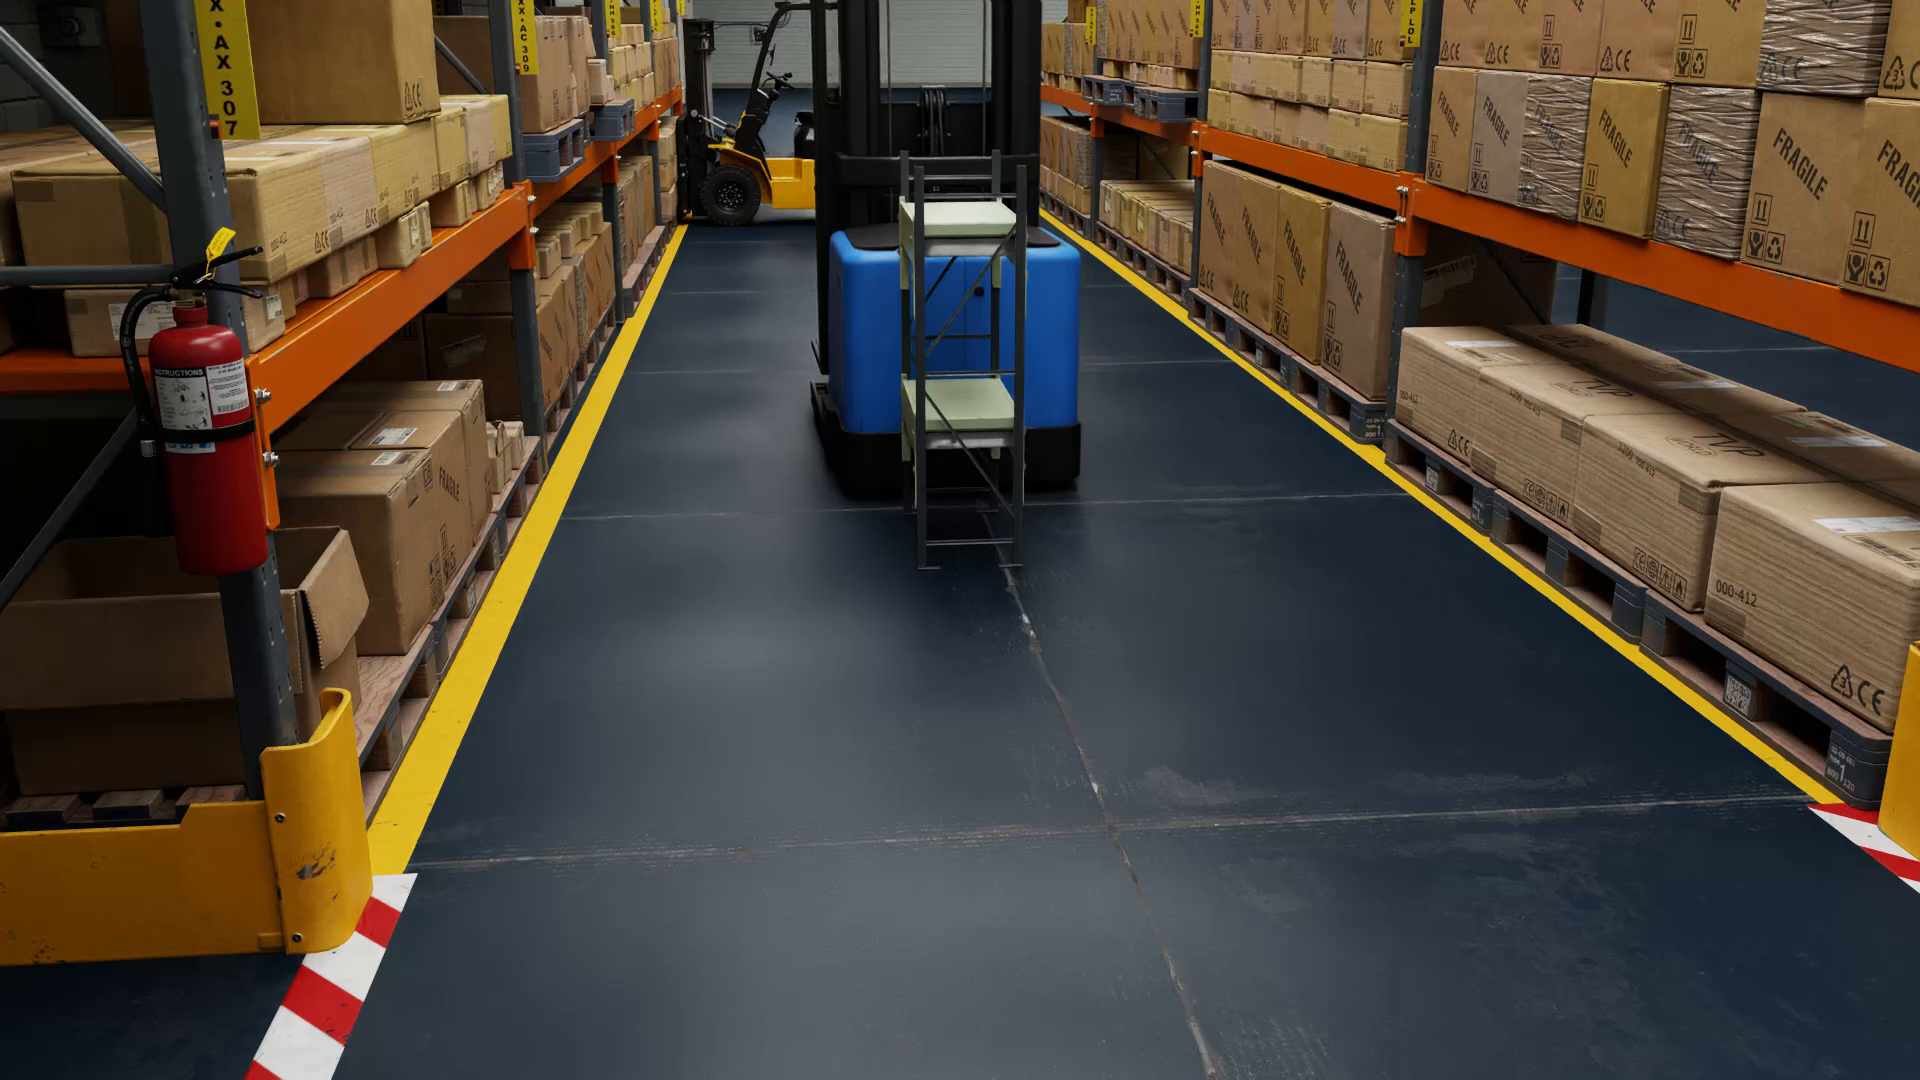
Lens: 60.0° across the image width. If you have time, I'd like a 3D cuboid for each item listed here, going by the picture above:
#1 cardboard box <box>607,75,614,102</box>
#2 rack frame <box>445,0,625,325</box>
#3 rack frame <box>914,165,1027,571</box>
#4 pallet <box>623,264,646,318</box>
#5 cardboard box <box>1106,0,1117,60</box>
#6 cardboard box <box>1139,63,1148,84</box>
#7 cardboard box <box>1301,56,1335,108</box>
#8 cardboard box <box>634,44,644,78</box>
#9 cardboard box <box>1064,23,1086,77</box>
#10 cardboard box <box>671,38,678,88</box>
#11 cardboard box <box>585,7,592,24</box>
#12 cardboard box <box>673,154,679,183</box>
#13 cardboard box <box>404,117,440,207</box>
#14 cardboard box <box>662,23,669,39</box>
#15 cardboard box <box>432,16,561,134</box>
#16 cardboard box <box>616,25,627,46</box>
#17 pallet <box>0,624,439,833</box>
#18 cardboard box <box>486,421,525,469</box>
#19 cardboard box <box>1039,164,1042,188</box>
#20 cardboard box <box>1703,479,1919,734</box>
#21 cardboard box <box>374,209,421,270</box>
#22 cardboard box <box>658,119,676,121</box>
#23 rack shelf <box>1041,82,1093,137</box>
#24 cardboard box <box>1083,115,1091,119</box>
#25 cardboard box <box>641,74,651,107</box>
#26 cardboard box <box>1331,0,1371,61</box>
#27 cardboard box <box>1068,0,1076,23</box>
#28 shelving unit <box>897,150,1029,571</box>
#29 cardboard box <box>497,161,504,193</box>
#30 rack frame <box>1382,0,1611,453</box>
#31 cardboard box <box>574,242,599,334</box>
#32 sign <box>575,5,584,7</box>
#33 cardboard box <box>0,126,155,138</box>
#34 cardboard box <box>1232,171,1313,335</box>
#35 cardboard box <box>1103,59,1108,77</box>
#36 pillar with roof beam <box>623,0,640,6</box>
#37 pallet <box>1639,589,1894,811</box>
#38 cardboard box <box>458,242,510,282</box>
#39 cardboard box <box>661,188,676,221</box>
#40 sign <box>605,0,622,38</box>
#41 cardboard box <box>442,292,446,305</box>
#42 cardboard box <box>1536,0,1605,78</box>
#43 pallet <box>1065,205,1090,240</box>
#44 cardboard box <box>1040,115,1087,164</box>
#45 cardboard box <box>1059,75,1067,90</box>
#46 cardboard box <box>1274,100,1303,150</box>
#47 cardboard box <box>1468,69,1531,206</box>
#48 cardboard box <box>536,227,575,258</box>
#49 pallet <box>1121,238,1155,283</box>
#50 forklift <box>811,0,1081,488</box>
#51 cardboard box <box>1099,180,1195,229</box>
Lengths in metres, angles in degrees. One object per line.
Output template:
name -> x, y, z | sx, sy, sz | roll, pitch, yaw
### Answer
cardboard box -> -2.350, -2.798, 10.299 | 0.380, 0.149, 0.250 | -1, 17, -5
rack frame -> -2.800, -2.901, 10.910 | 1.000, 3.000, 0.127 | -2, 18, -6
rack frame -> 0.037, -0.609, 6.111 | 0.400, 1.500, 0.023 | -2, 18, -6
pallet -> -2.846, -1.817, 12.112 | 1.003, 0.211, 1.213 | -2, 18, -6
cardboard box -> 1.540, -4.339, 14.127 | 0.500, 0.500, 0.500 | -2, 18, -5
cardboard box -> 1.631, -3.686, 13.127 | 0.380, 0.149, 0.250 | -2, 18, -7
cardboard box -> 2.144, -2.457, 8.912 | 0.500, 0.250, 0.500 | -1, 17, -4
cardboard box -> -2.800, -3.816, 13.239 | 0.500, 0.250, 0.500 | -1, 17, -5
cardboard box -> 1.313, -4.869, 16.515 | 0.500, 0.500, 0.500 | -1, 17, -4
cardboard box -> -3.269, -5.039, 17.552 | 0.500, 0.500, 0.500 | -1, 17, -4
cardboard box -> -3.530, -4.754, 15.064 | 0.380, 0.149, 0.250 | -2, 18, -7
cardboard box -> -3.049, -3.673, 16.425 | 0.500, 0.250, 0.500 | -2, 18, -6
cardboard box -> -1.935, -1.184, 5.195 | 0.500, 0.250, 0.500 | -2, 18, -7
cardboard box -> -3.154, -5.166, 16.873 | 0.380, 0.149, 0.250 | -2, 18, -5
cardboard box -> -2.215, -2.108, 7.517 | 0.700, 0.500, 0.500 | -1, 17, -4
cardboard box -> -2.683, -3.746, 12.353 | 0.380, 0.149, 0.250 | -1, 17, -4
pallet -> -2.066, 0.553, 4.564 | 1.003, 0.211, 1.213 | -2, 18, -6
cardboard box -> -2.038, -0.393, 6.978 | 0.380, 0.149, 0.250 | -2, 18, -7
cardboard box -> 1.120, -4.079, 18.550 | 0.500, 0.250, 0.500 | -2, 18, -6
cardboard box -> 2.795, 0.157, 4.747 | 0.875, 0.438, 0.875 | -2, 18, -8
cardboard box -> -1.819, -0.889, 4.922 | 0.380, 0.149, 0.250 | -2, 18, -7
cardboard box -> -3.209, -4.370, 17.810 | 0.500, 0.250, 0.500 | -1, 17, -5
rack shelf -> 1.518, -4.500, 17.203 | 1.077, 0.370, 4.000 | -2, 18, -6
cardboard box -> 1.654, -4.455, 18.496 | 0.500, 0.500, 0.500 | -2, 18, -5
cardboard box -> -2.843, -3.729, 13.799 | 0.500, 0.250, 0.500 | -2, 18, -6
cardboard box -> 2.193, -2.668, 8.330 | 0.500, 0.500, 0.500 | -1, 17, -5
cardboard box -> 1.582, -5.960, 18.321 | 0.700, 0.500, 0.500 | -2, 18, -7
shelving unit -> -0.001, -0.718, 6.459 | 0.431, 1.500, 0.755 | -2, 18, -6
cardboard box -> -2.103, -1.502, 6.873 | 0.380, 0.149, 0.250 | -2, 17, -5
rack frame -> 2.550, -1.864, 7.606 | 1.000, 3.000, 0.127 | -2, 18, -6
cardboard box -> -2.444, -1.484, 9.869 | 0.500, 0.500, 0.500 | -1, 17, -3
sign -> -4.177, -5.720, 18.311 | 0.100, 0.325, 0.005 | -2, 18, -6
cardboard box -> -2.384, -1.018, 4.666 | 0.500, 0.250, 0.500 | -1, 17, -4
cardboard box -> 2.214, -1.768, 10.146 | 0.875, 0.875, 0.875 | -2, 17, -5
cardboard box -> 1.467, -4.153, 14.617 | 0.380, 0.149, 0.250 | -2, 17, -5
pillar with roof beam -> -1.405, -11.620, 28.665 | 9.100, 9.000, 0.400 | -2, 18, -6
pallet -> 2.802, 0.423, 4.978 | 1.003, 0.211, 1.213 | -2, 18, -6
cardboard box -> -2.220, -1.282, 7.644 | 0.380, 0.149, 0.250 | -2, 18, -7
cardboard box -> -2.933, -3.136, 15.546 | 0.500, 0.250, 0.500 | -2, 18, -5
sign -> -2.261, -3.435, 10.810 | 0.100, 0.325, 0.005 | -2, 18, -6
cardboard box -> -2.265, -1.222, 7.950 | 0.380, 0.149, 0.250 | -2, 18, -7
cardboard box -> 2.445, -1.935, 5.998 | 0.500, 0.500, 0.500 | -1, 17, -5
pallet -> 1.620, -3.116, 16.249 | 1.003, 0.211, 1.213 | -2, 18, -6
cardboard box -> 1.123, -4.429, 18.415 | 0.500, 0.500, 0.500 | -2, 18, -7
cardboard box -> 1.221, -4.669, 16.960 | 0.380, 0.149, 0.250 | -2, 18, -5
cardboard box -> 2.111, -2.374, 9.483 | 0.500, 0.250, 0.500 | -2, 18, -6
cardboard box -> 2.386, -1.613, 6.642 | 0.500, 0.500, 0.500 | -2, 18, -5
cardboard box -> -2.388, -1.683, 9.419 | 0.380, 0.149, 0.250 | -3, 18, -8
pallet -> 1.935, -2.321, 13.716 | 1.003, 0.211, 1.213 | -2, 18, -6
forklift -> -0.193, -2.021, 8.221 | 1.130, 2.935, 3.031 | -2, 18, -8
cardboard box -> 1.781, -3.038, 15.031 | 0.950, 0.372, 0.625 | -2, 17, -5
